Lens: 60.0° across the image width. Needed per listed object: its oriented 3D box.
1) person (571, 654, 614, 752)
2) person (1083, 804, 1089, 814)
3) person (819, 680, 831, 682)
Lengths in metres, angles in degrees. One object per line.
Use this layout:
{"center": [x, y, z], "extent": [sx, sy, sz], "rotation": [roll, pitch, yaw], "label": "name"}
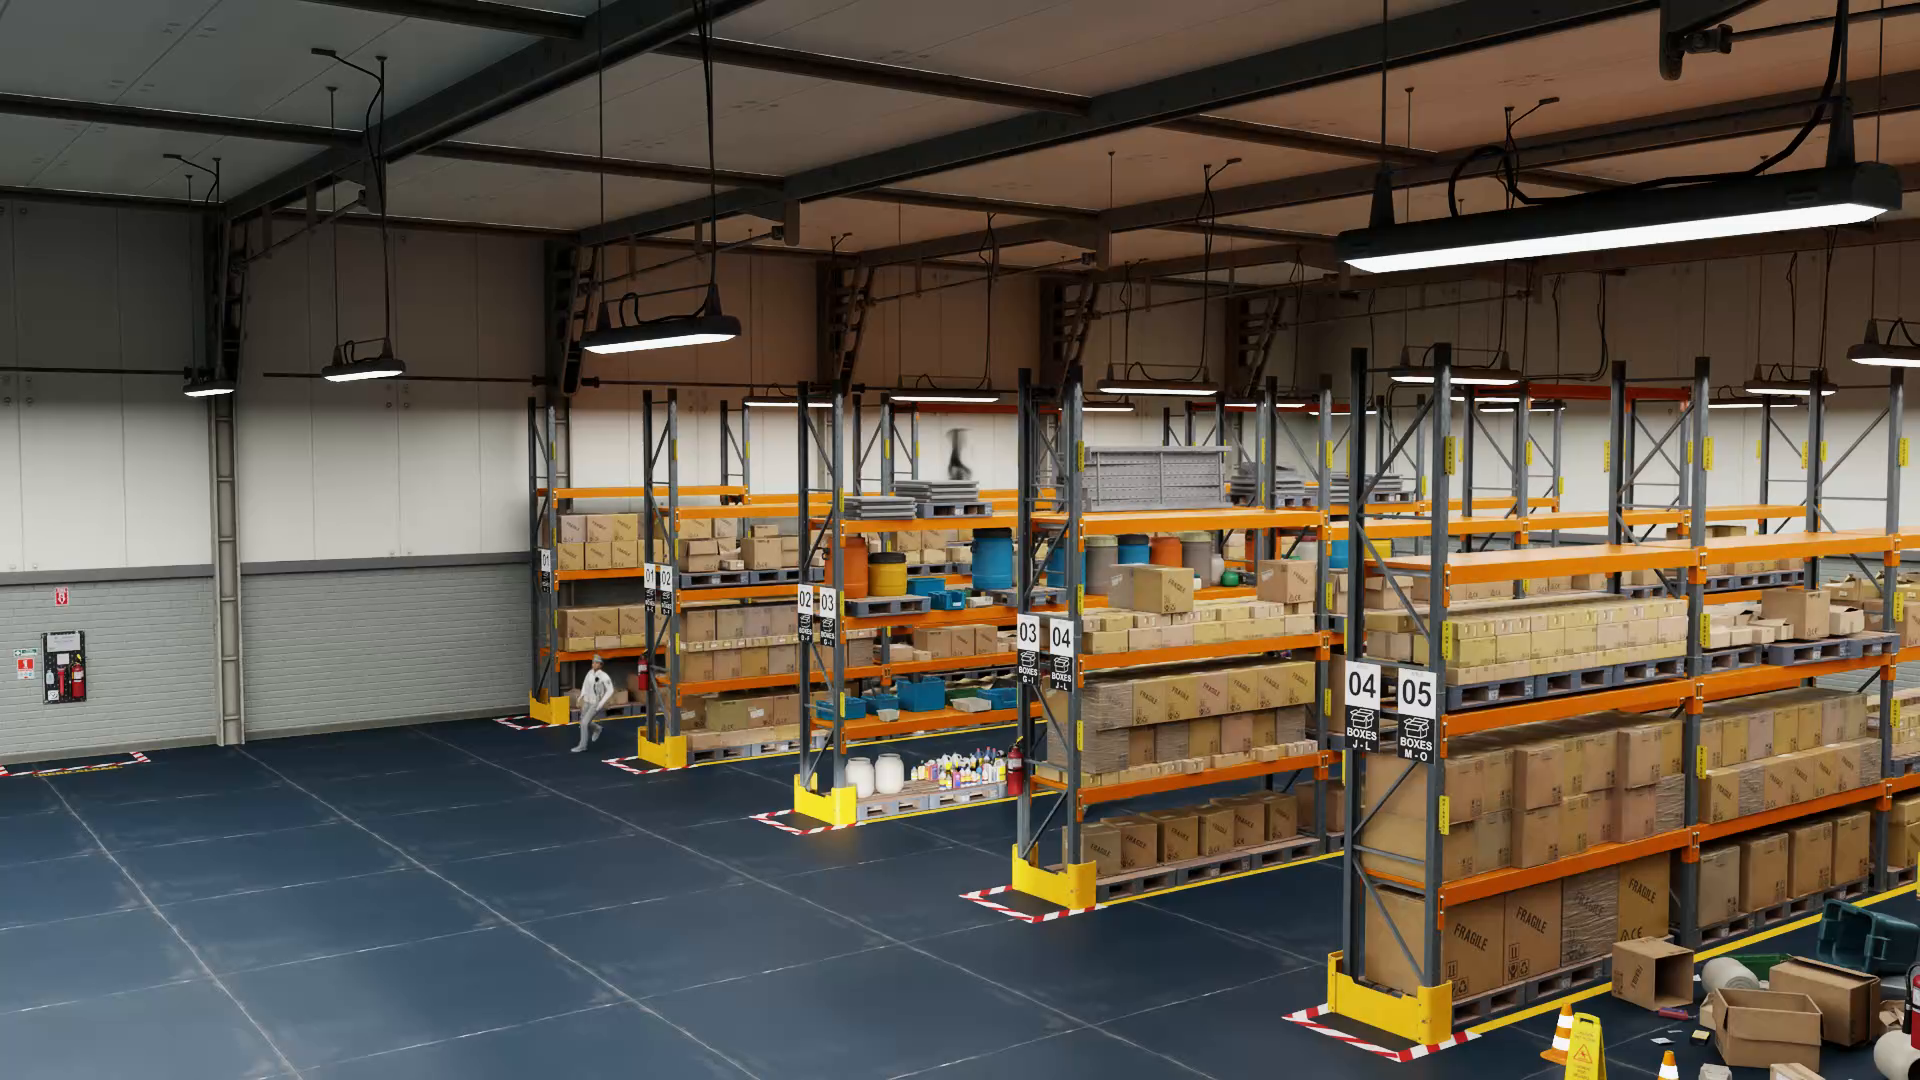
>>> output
{"center": [-6.076, 2.710, 27.730], "extent": [0.665, 1.628, 0.669], "rotation": [2, 4, 32], "label": "person"}
{"center": [1.764, 2.971, 23.044], "extent": [0.680, 1.710, 0.841], "rotation": [2, 4, 33], "label": "person"}
{"center": [-2.424, 2.568, 31.034], "extent": [0.900, 1.586, 0.537], "rotation": [-2, 4, -32], "label": "person"}
